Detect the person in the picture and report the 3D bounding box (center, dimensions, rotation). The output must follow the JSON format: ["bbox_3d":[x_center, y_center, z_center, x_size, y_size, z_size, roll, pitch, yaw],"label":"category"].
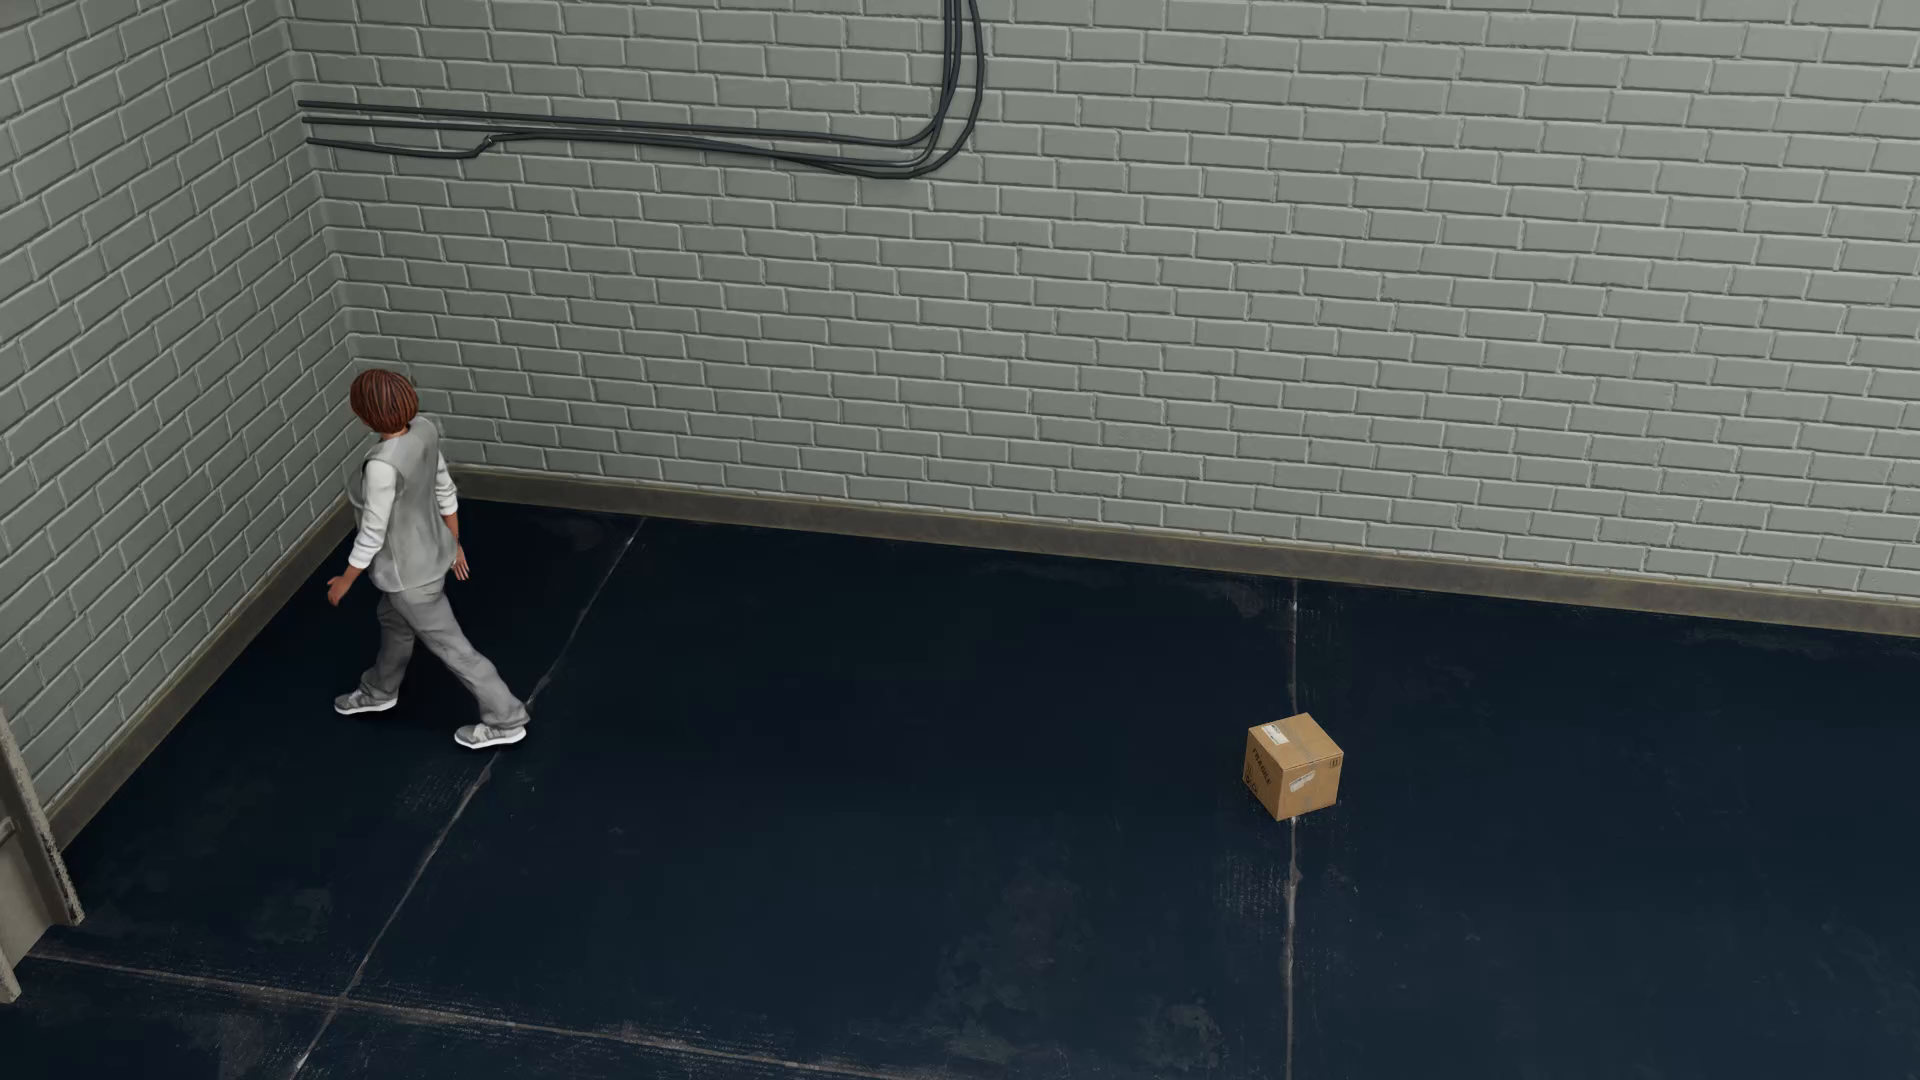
[{"bbox_3d":[-1.991,0.339,6.156,0.708,0.800,0.351,2,33,4],"label":"person"}]
